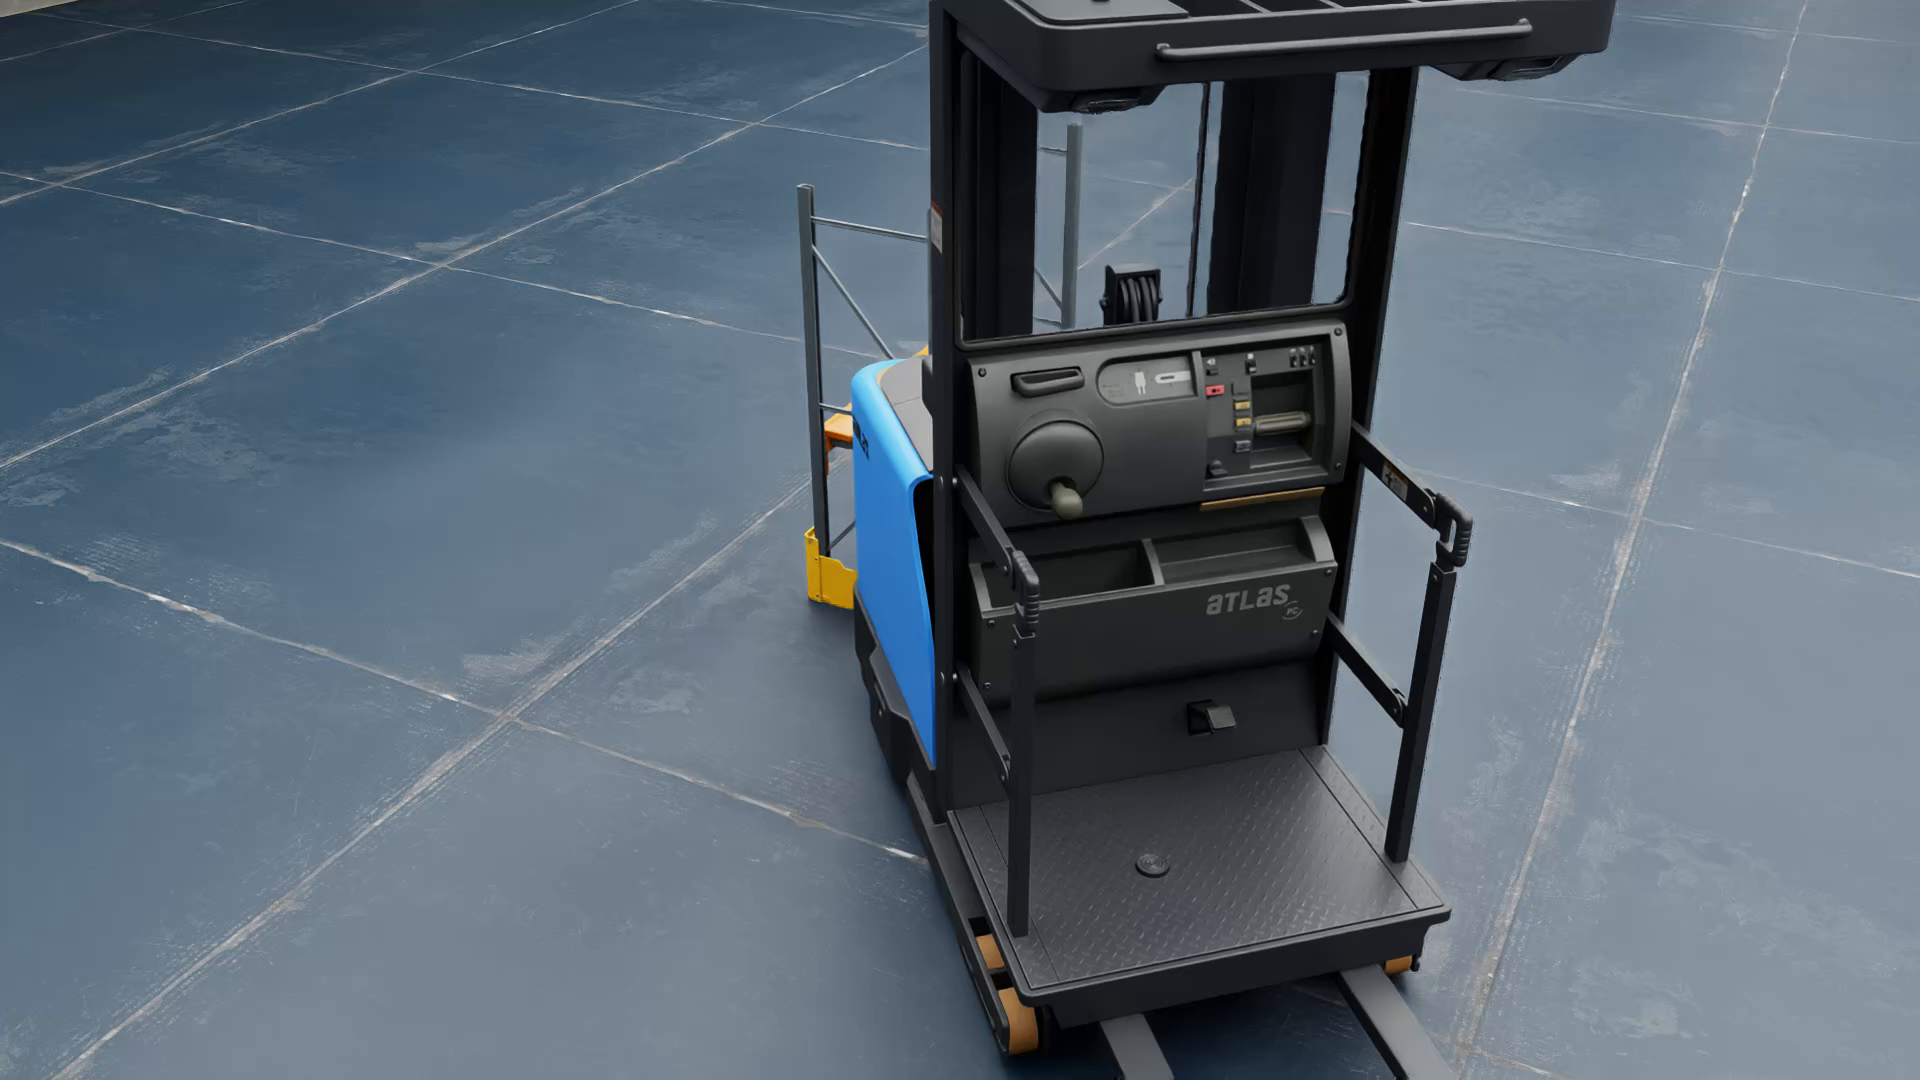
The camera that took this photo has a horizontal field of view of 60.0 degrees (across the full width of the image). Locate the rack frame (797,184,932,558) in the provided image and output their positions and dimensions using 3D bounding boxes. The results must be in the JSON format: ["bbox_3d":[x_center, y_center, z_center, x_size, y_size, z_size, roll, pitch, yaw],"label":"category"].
[{"bbox_3d":[-0.275,-0.392,5.427,0.500,1.500,0.032,14,33,24],"label":"rack frame"}]

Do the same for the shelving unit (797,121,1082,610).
[{"bbox_3d":[-0.037,-0.621,5.825,0.587,1.500,1.083,14,33,24],"label":"shelving unit"}]

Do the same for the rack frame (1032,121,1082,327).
[{"bbox_3d":[0.193,-0.842,6.210,0.500,1.500,0.032,14,33,24],"label":"rack frame"}]

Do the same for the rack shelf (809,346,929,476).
[{"bbox_3d":[-0.041,-0.461,5.908,0.538,0.185,1.000,14,33,24],"label":"rack shelf"}]

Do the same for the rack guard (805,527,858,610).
[{"bbox_3d":[-0.266,0.141,5.753,0.587,0.250,0.087,14,33,24],"label":"rack guard"}]

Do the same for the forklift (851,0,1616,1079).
[{"bbox_3d":[0.540,-0.232,3.710,1.130,2.935,3.031,-8,31,-13],"label":"forklift"}]
